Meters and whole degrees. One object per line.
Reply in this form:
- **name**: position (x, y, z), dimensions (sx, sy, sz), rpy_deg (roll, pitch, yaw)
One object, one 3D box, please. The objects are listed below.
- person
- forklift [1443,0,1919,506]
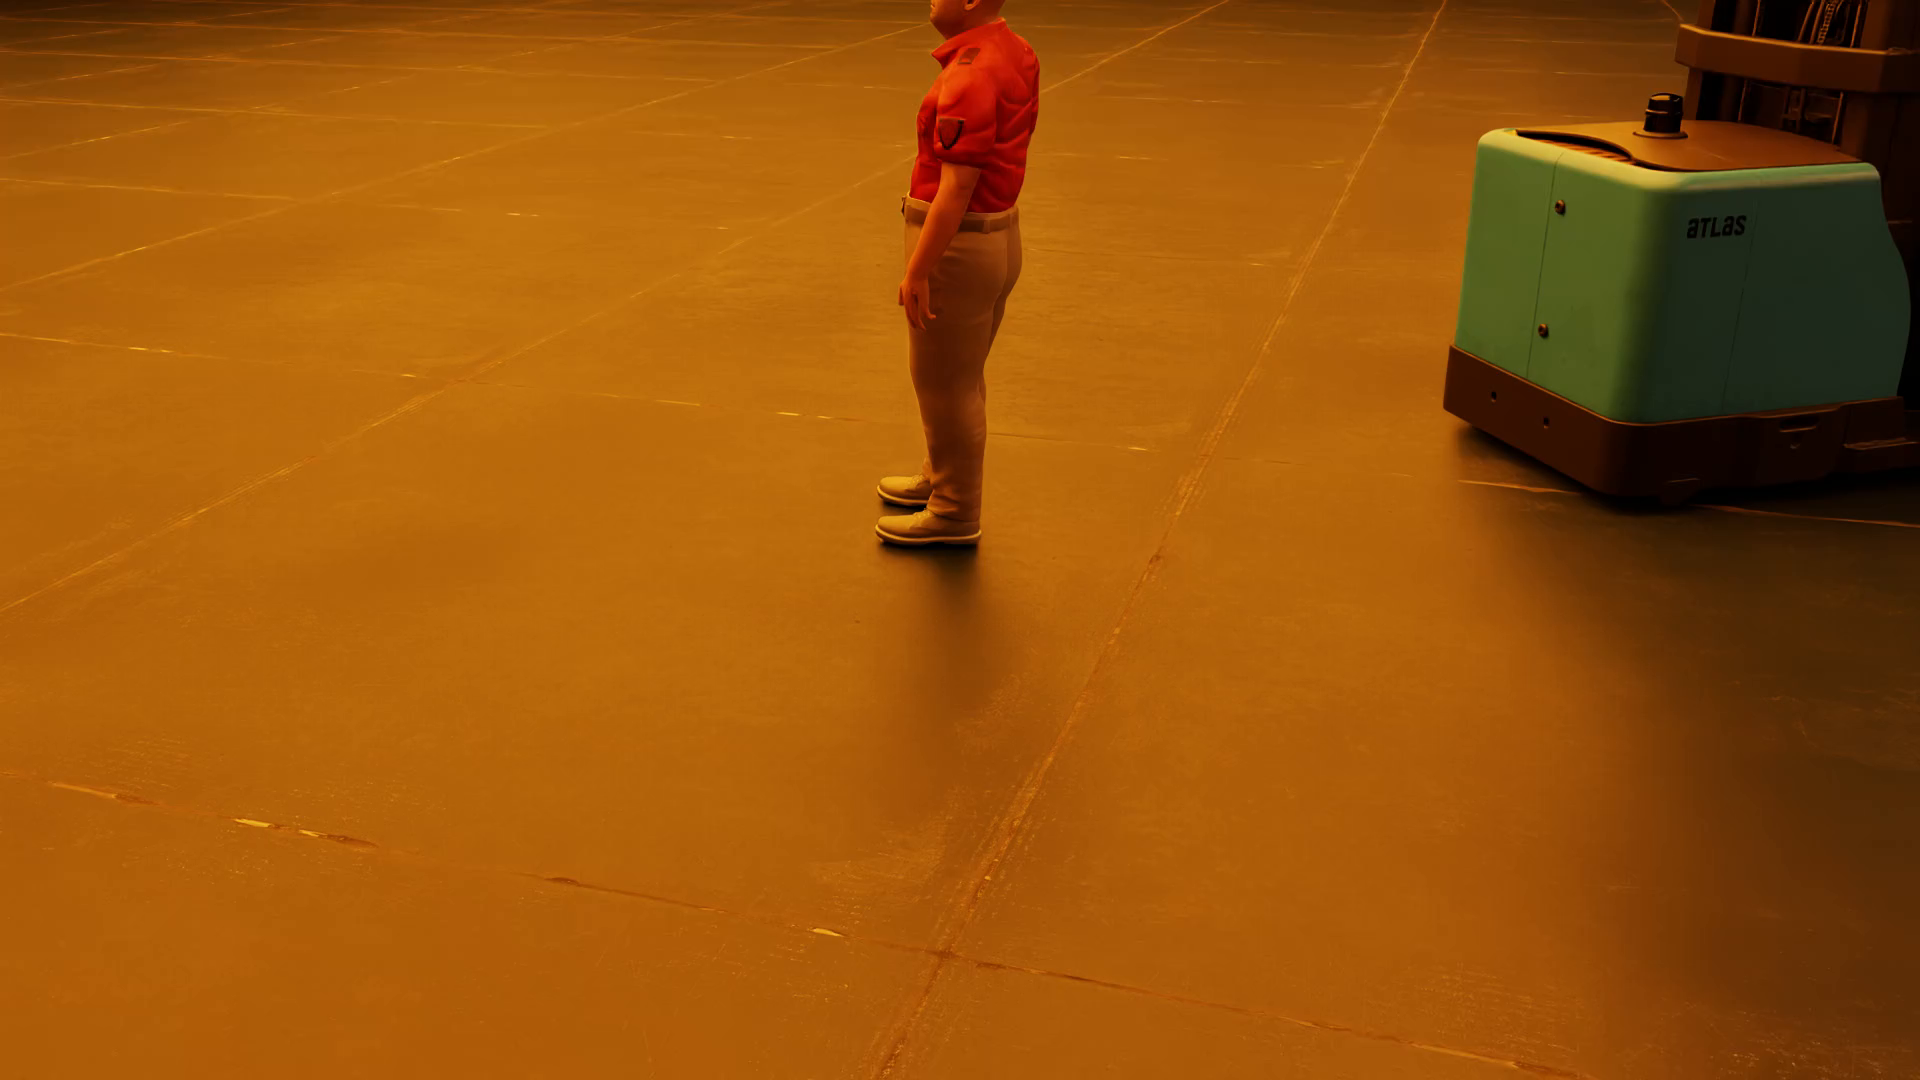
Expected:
- **person**: position (-0.082, -0.820, 4.823), dimensions (0.550, 1.727, 0.642), rpy_deg (7, 23, 16)
- **forklift**: position (3.349, -1.774, 5.578), dimensions (3.031, 2.935, 1.130), rpy_deg (-7, 23, -16)
